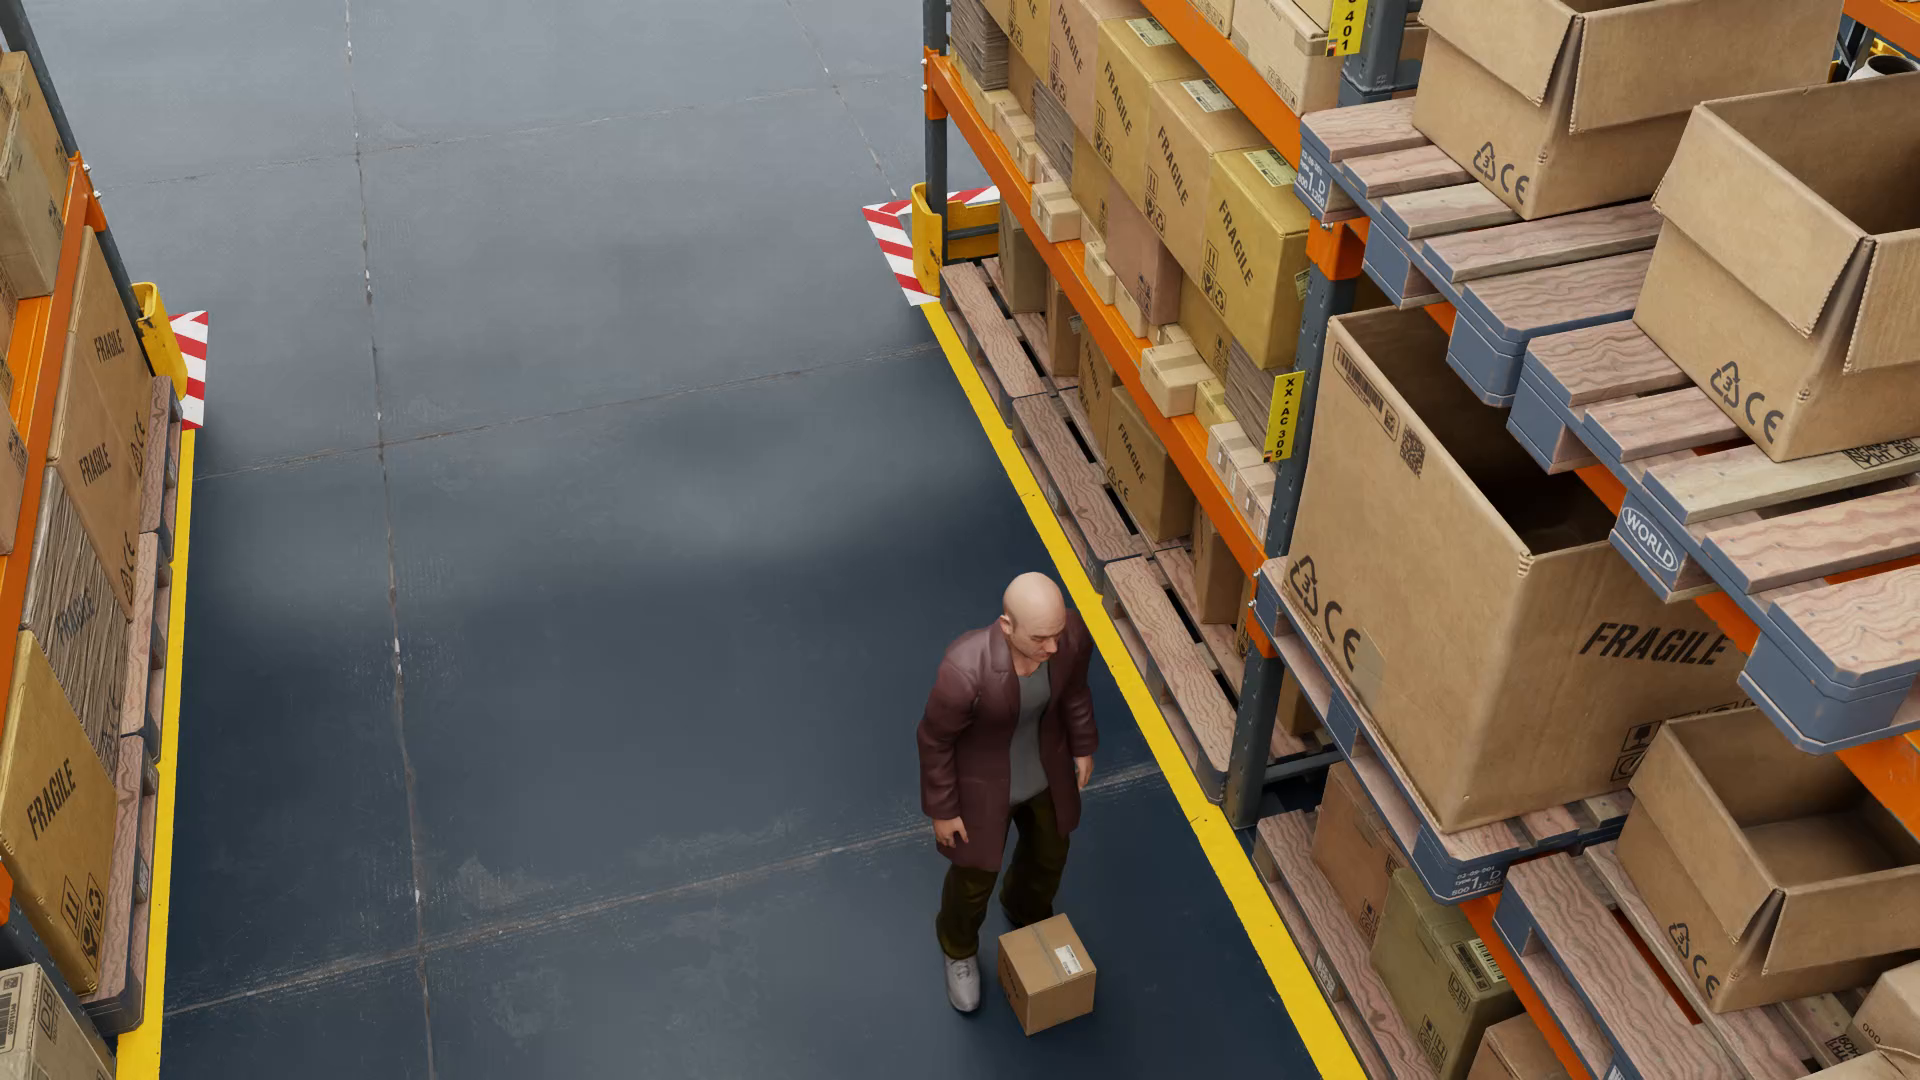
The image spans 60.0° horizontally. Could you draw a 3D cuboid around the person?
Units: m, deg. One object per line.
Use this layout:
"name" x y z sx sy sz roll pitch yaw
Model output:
"person" 0.168 0.764 5.314 0.646 1.772 0.433 -21 46 -22
